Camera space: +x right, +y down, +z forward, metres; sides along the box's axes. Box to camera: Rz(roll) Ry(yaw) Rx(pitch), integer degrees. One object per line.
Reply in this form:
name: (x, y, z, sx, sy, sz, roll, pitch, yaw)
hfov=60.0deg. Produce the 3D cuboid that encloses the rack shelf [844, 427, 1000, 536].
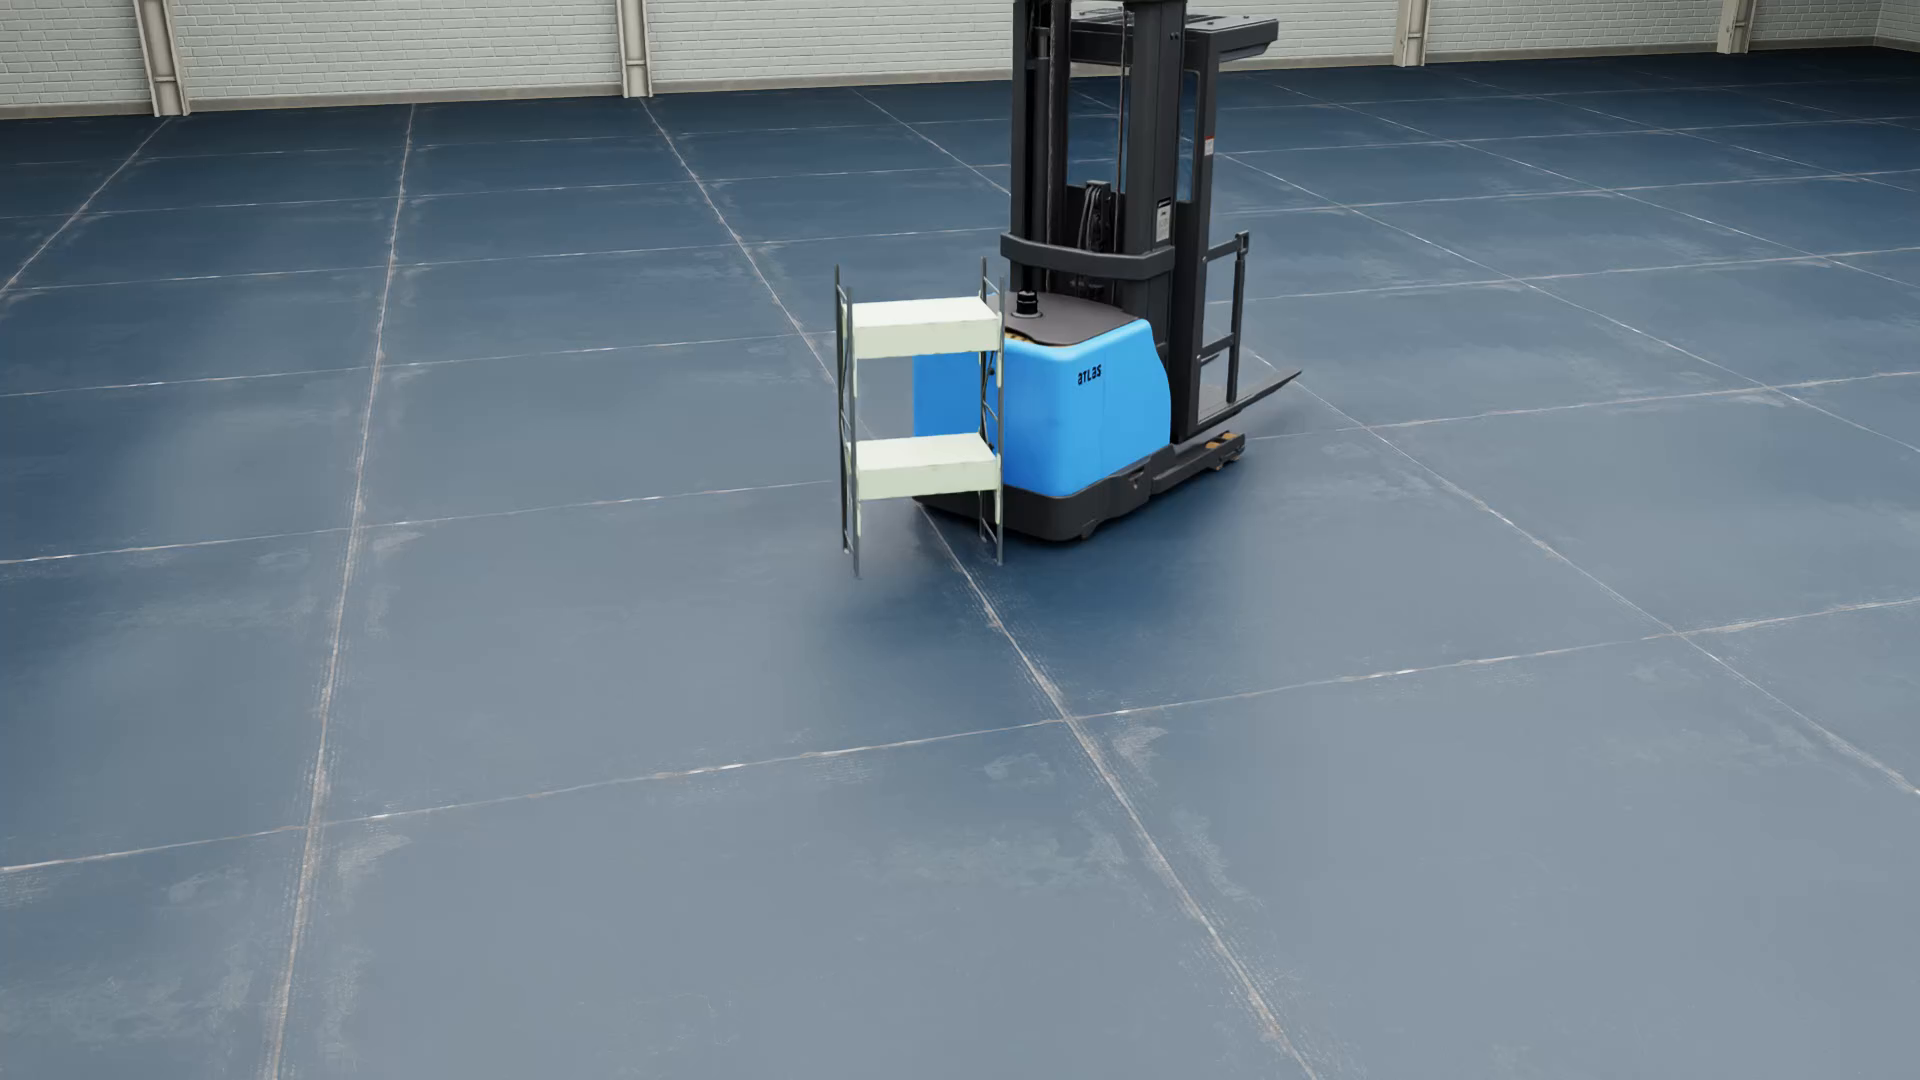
rack shelf: (-0.198, -0.299, 8.372, 0.720, 0.370, 0.431, -5, 24, -12)

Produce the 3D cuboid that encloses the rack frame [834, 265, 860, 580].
rack frame: (-0.555, -0.567, 8.169, 0.023, 1.500, 0.400, -5, 24, -12)

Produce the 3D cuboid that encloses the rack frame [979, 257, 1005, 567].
rack frame: (0.159, -0.631, 8.319, 0.023, 1.500, 0.400, -5, 24, -12)

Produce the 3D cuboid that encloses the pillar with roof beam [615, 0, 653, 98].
pillar with roof beam: (-3.336, -8.699, 17.612, 0.400, 9.000, 9.100, -6, 24, -14)

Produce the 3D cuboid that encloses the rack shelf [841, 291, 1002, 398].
rack shelf: (-0.198, -0.958, 8.090, 0.720, 0.370, 0.431, -5, 24, -12)

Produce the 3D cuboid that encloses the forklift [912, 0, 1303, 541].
forklift: (1.031, -1.858, 9.362, 1.130, 2.935, 3.031, 17, 28, 34)

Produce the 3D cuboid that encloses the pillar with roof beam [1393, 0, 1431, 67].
pillar with roof beam: (8.218, -9.978, 20.591, 0.400, 9.000, 9.100, -6, 24, -14)

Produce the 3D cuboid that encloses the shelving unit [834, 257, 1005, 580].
shelving unit: (-0.198, -0.599, 8.244, 0.755, 1.500, 0.431, -5, 24, -12)

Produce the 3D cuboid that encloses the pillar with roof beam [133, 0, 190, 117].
pillar with roof beam: (-9.113, -8.060, 16.123, 0.400, 9.000, 9.100, -6, 24, -14)

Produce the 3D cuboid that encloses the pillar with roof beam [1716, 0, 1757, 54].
pillar with roof beam: (13.995, -10.617, 22.080, 0.400, 9.000, 9.100, -6, 24, -14)
